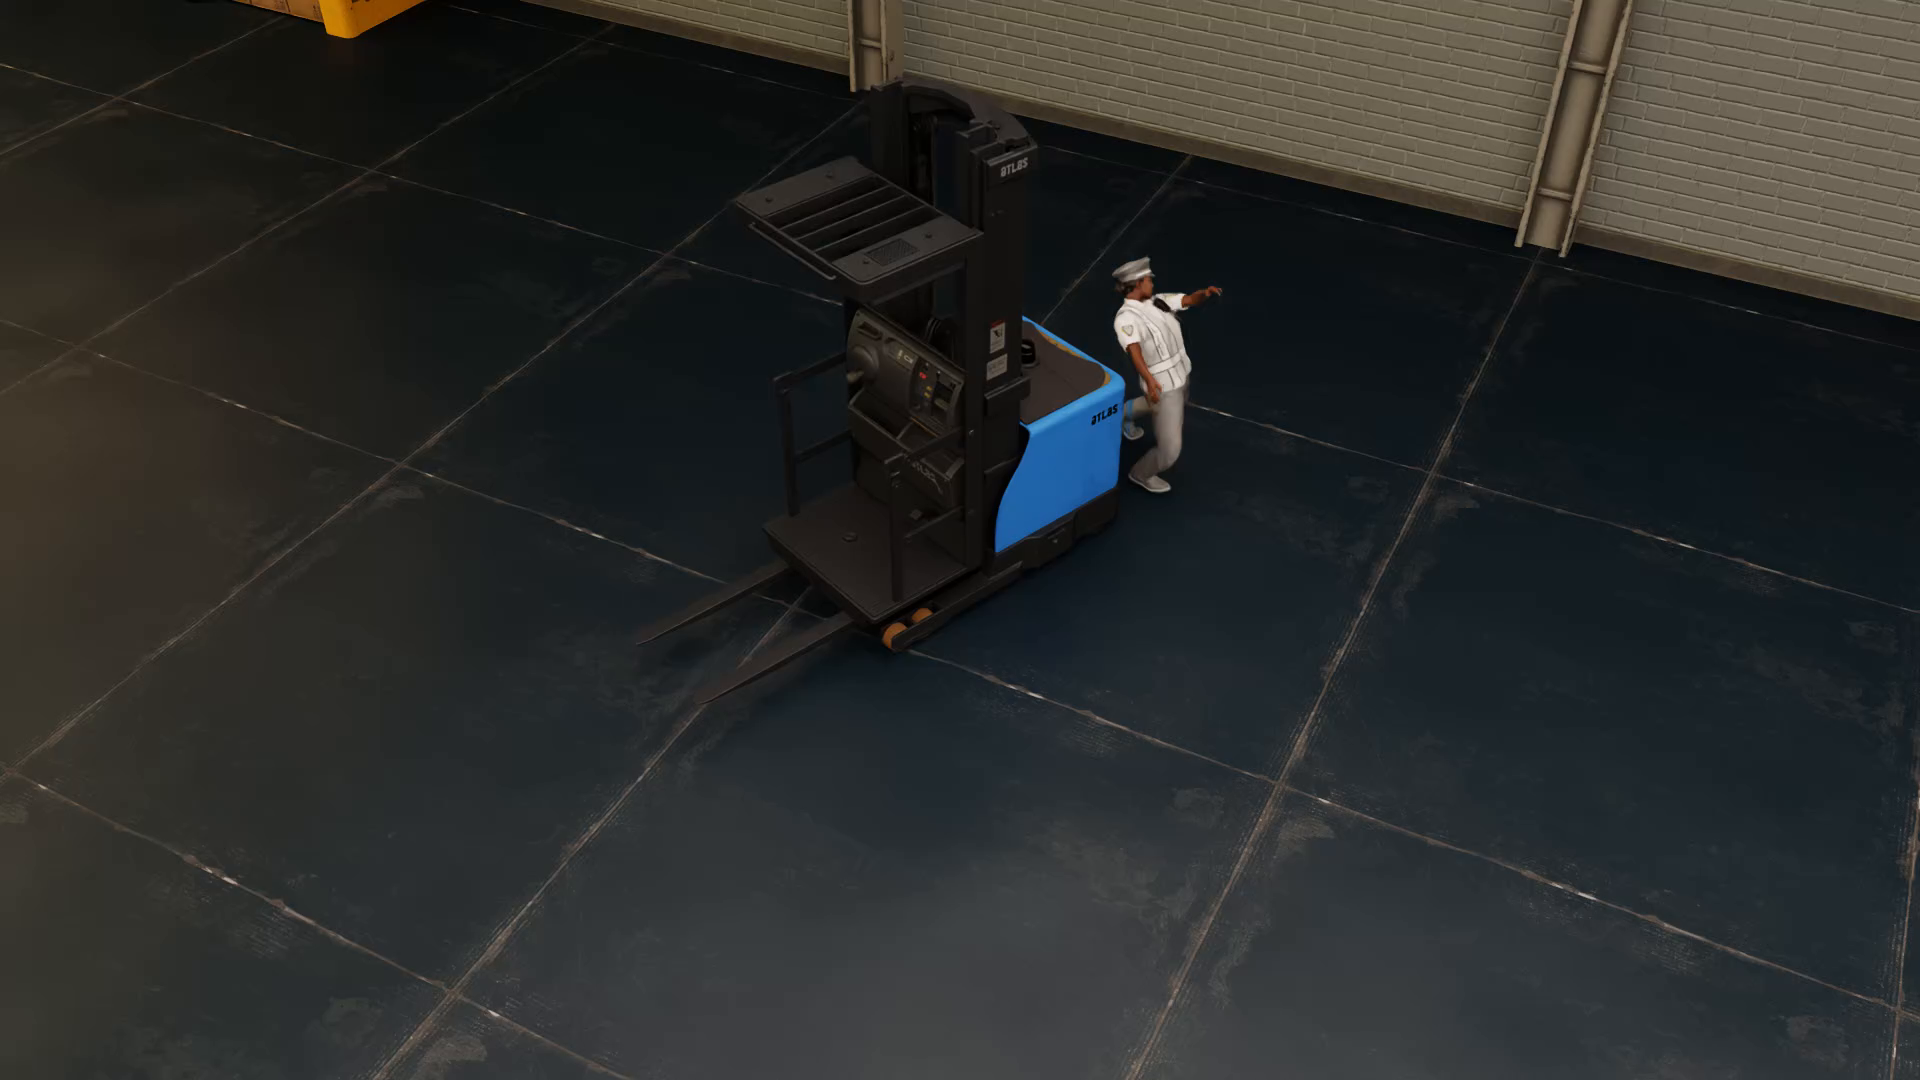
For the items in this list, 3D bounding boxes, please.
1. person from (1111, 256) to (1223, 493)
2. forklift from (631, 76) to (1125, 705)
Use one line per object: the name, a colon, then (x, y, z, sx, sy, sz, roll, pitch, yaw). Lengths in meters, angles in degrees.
person: (1.173, -0.928, 10.208, 0.711, 1.438, 1.000, 11, 41, 13)
forklift: (-0.465, -0.867, 9.016, 3.031, 2.935, 1.130, -29, 48, -30)
